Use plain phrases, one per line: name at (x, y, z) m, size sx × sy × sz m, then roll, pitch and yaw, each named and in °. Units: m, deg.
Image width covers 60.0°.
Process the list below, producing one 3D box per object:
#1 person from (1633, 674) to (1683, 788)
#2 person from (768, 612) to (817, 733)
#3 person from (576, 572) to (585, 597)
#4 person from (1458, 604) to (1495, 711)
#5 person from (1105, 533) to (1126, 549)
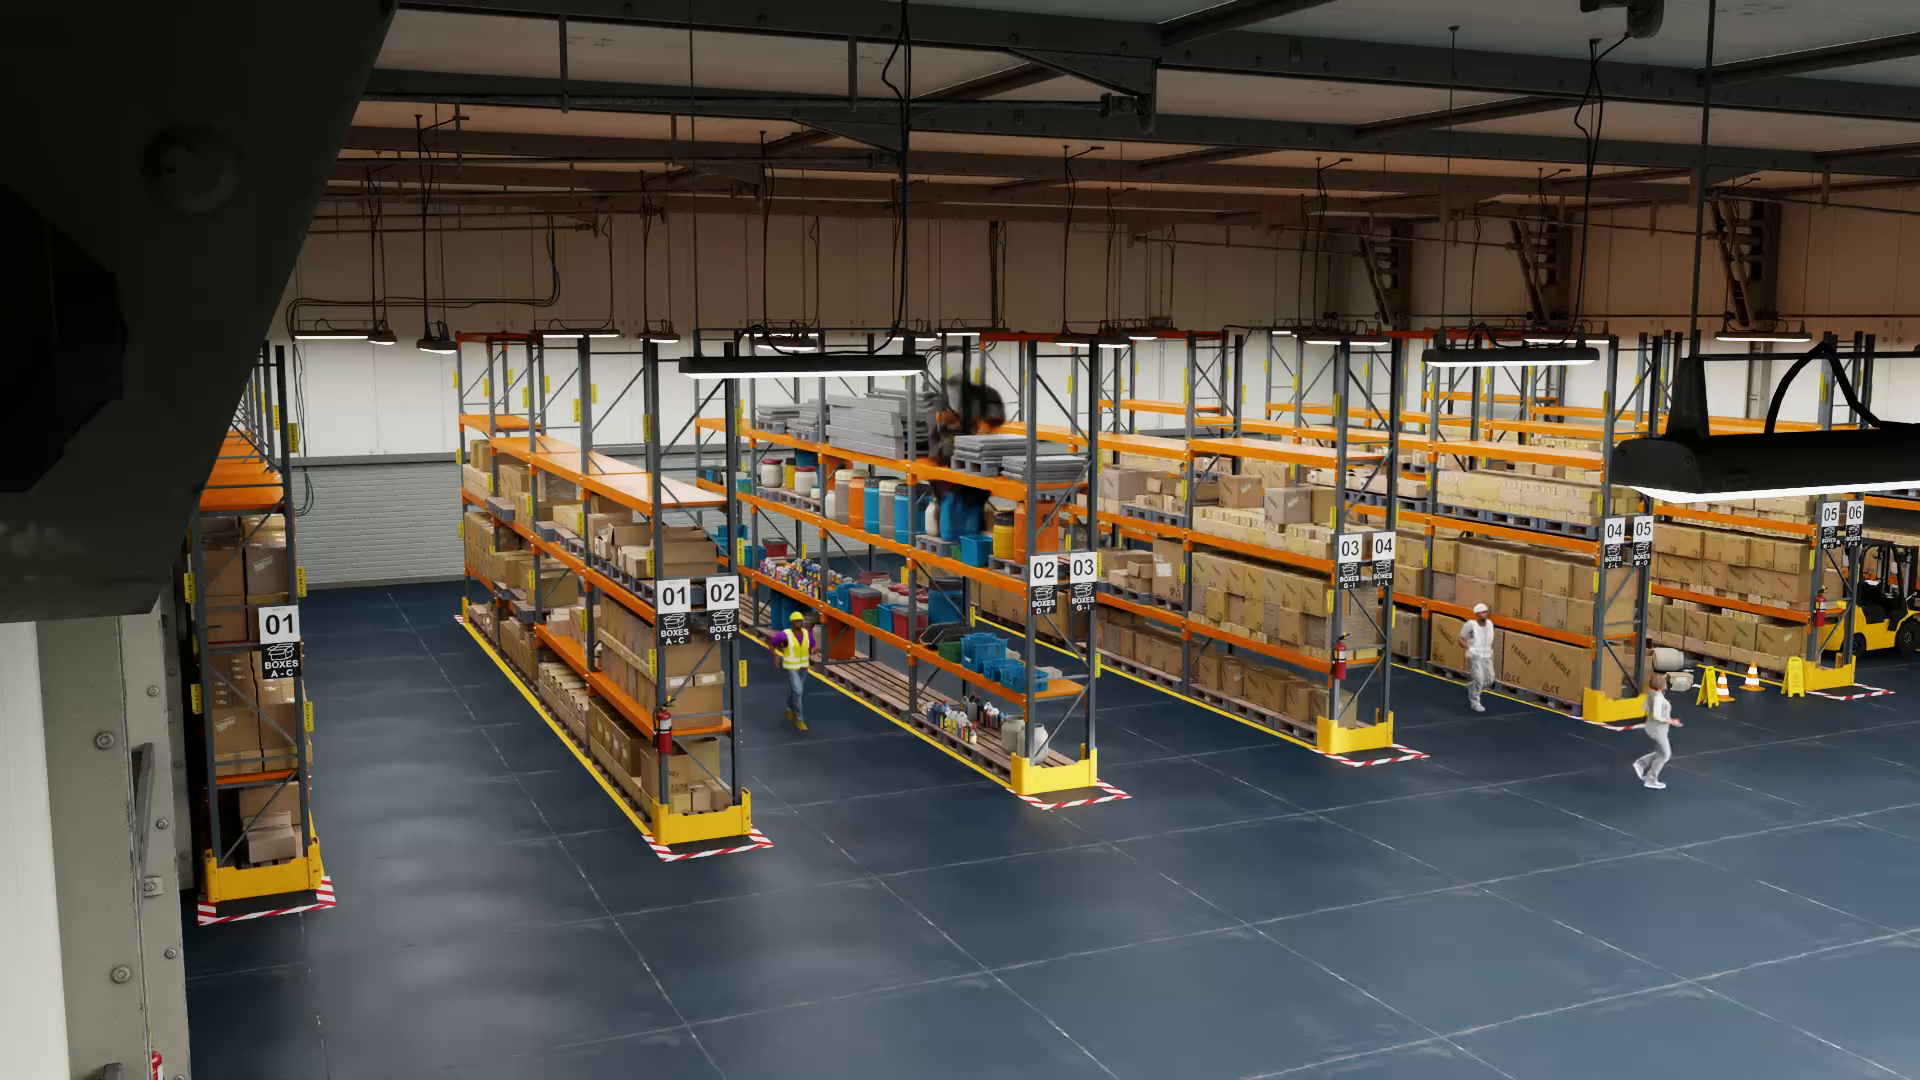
person at (9.361, 2.565, 22.305) m, size 0.555 × 1.552 × 0.531 m, roll 2°, pitch 8°, yaw 12°
person at (-2.514, 1.994, 25.612) m, size 0.685 × 1.807 × 0.801 m, roll -6°, pitch 10°, yaw -39°
person at (-7.890, 0.795, 34.908) m, size 0.835 × 1.692 × 0.576 m, roll 7°, pitch 10°, yaw 42°
person at (8.315, 1.873, 26.769) m, size 0.681 × 1.737 × 0.613 m, roll -3°, pitch 8°, yaw -21°
person at (3.988, -0.181, 42.211) m, size 0.755 × 1.762 × 0.550 m, roll -3°, pitch 8°, yaw -20°
